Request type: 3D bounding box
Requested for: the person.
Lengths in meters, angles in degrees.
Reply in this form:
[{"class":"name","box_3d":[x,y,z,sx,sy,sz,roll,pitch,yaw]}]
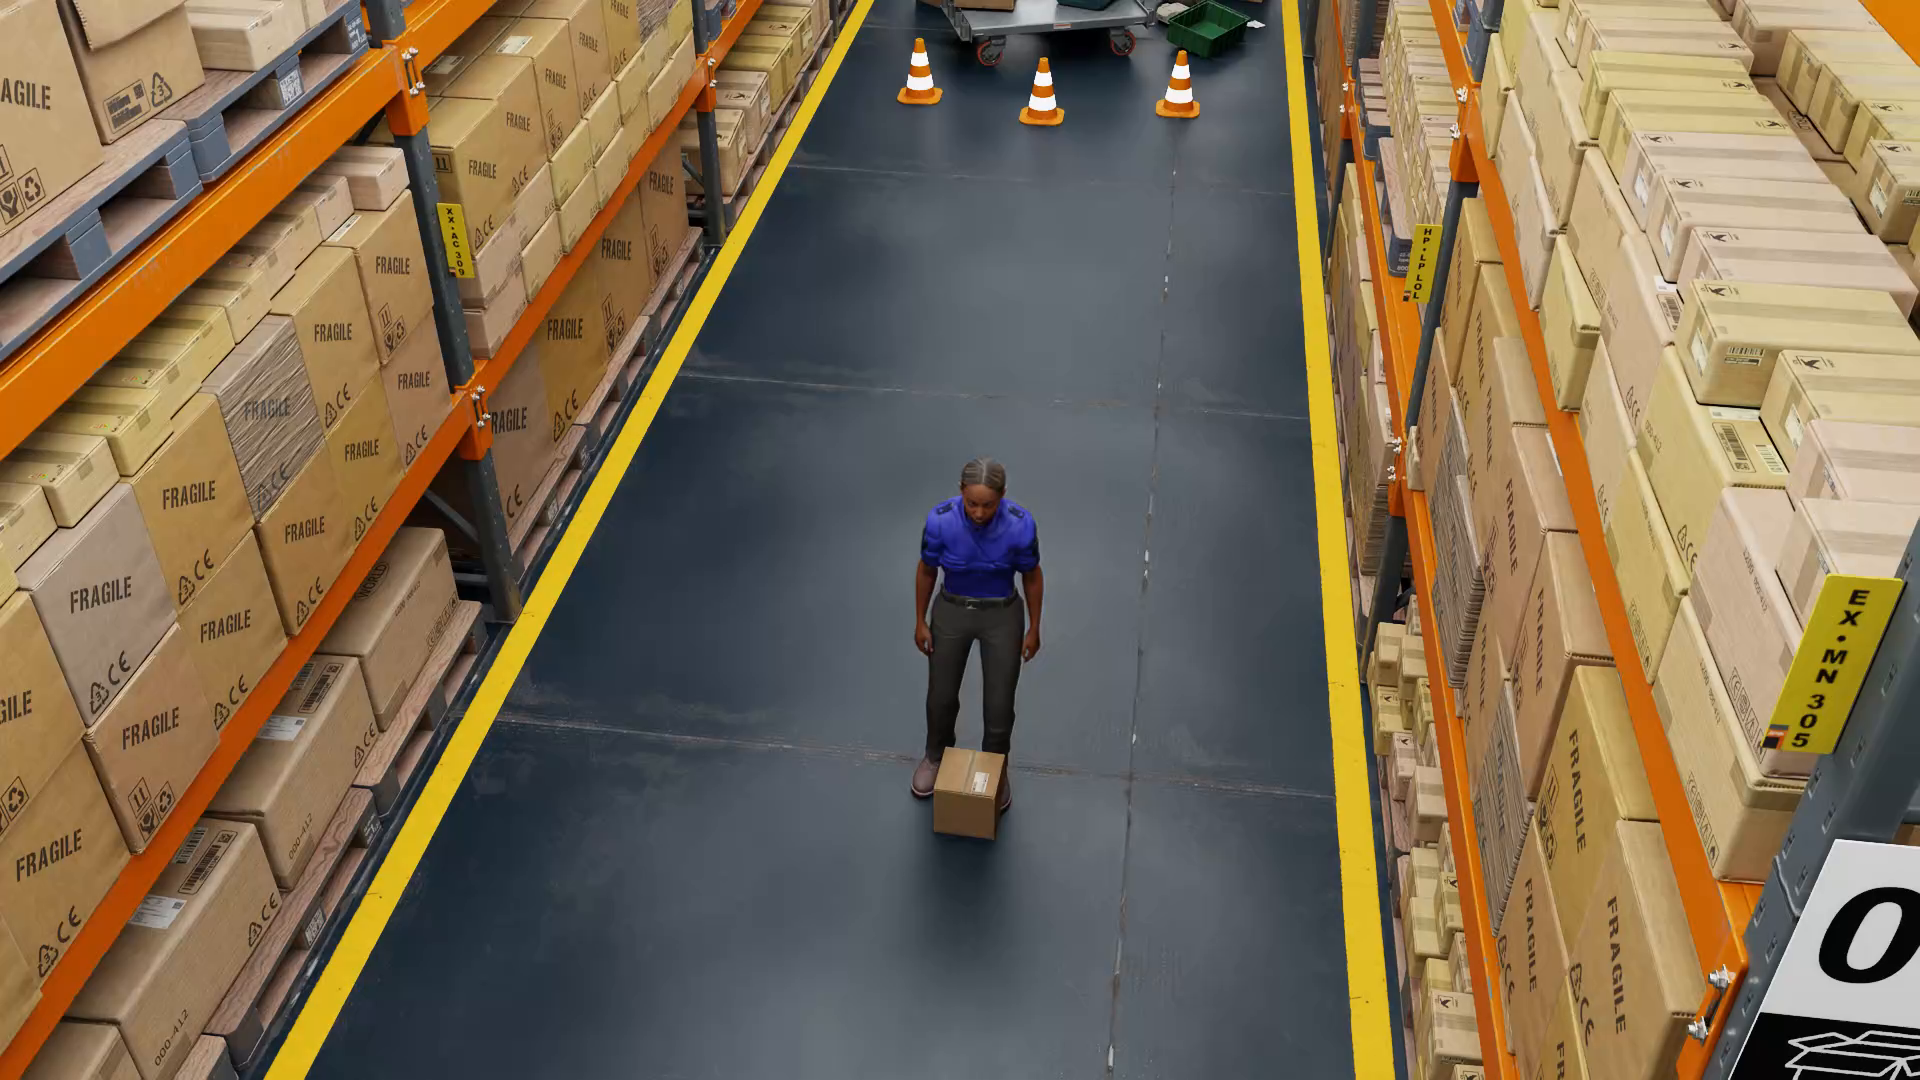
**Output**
[{"class":"person","box_3d":[0.059,0.354,6.573,0.520,1.640,0.393,4,37,5]}]
